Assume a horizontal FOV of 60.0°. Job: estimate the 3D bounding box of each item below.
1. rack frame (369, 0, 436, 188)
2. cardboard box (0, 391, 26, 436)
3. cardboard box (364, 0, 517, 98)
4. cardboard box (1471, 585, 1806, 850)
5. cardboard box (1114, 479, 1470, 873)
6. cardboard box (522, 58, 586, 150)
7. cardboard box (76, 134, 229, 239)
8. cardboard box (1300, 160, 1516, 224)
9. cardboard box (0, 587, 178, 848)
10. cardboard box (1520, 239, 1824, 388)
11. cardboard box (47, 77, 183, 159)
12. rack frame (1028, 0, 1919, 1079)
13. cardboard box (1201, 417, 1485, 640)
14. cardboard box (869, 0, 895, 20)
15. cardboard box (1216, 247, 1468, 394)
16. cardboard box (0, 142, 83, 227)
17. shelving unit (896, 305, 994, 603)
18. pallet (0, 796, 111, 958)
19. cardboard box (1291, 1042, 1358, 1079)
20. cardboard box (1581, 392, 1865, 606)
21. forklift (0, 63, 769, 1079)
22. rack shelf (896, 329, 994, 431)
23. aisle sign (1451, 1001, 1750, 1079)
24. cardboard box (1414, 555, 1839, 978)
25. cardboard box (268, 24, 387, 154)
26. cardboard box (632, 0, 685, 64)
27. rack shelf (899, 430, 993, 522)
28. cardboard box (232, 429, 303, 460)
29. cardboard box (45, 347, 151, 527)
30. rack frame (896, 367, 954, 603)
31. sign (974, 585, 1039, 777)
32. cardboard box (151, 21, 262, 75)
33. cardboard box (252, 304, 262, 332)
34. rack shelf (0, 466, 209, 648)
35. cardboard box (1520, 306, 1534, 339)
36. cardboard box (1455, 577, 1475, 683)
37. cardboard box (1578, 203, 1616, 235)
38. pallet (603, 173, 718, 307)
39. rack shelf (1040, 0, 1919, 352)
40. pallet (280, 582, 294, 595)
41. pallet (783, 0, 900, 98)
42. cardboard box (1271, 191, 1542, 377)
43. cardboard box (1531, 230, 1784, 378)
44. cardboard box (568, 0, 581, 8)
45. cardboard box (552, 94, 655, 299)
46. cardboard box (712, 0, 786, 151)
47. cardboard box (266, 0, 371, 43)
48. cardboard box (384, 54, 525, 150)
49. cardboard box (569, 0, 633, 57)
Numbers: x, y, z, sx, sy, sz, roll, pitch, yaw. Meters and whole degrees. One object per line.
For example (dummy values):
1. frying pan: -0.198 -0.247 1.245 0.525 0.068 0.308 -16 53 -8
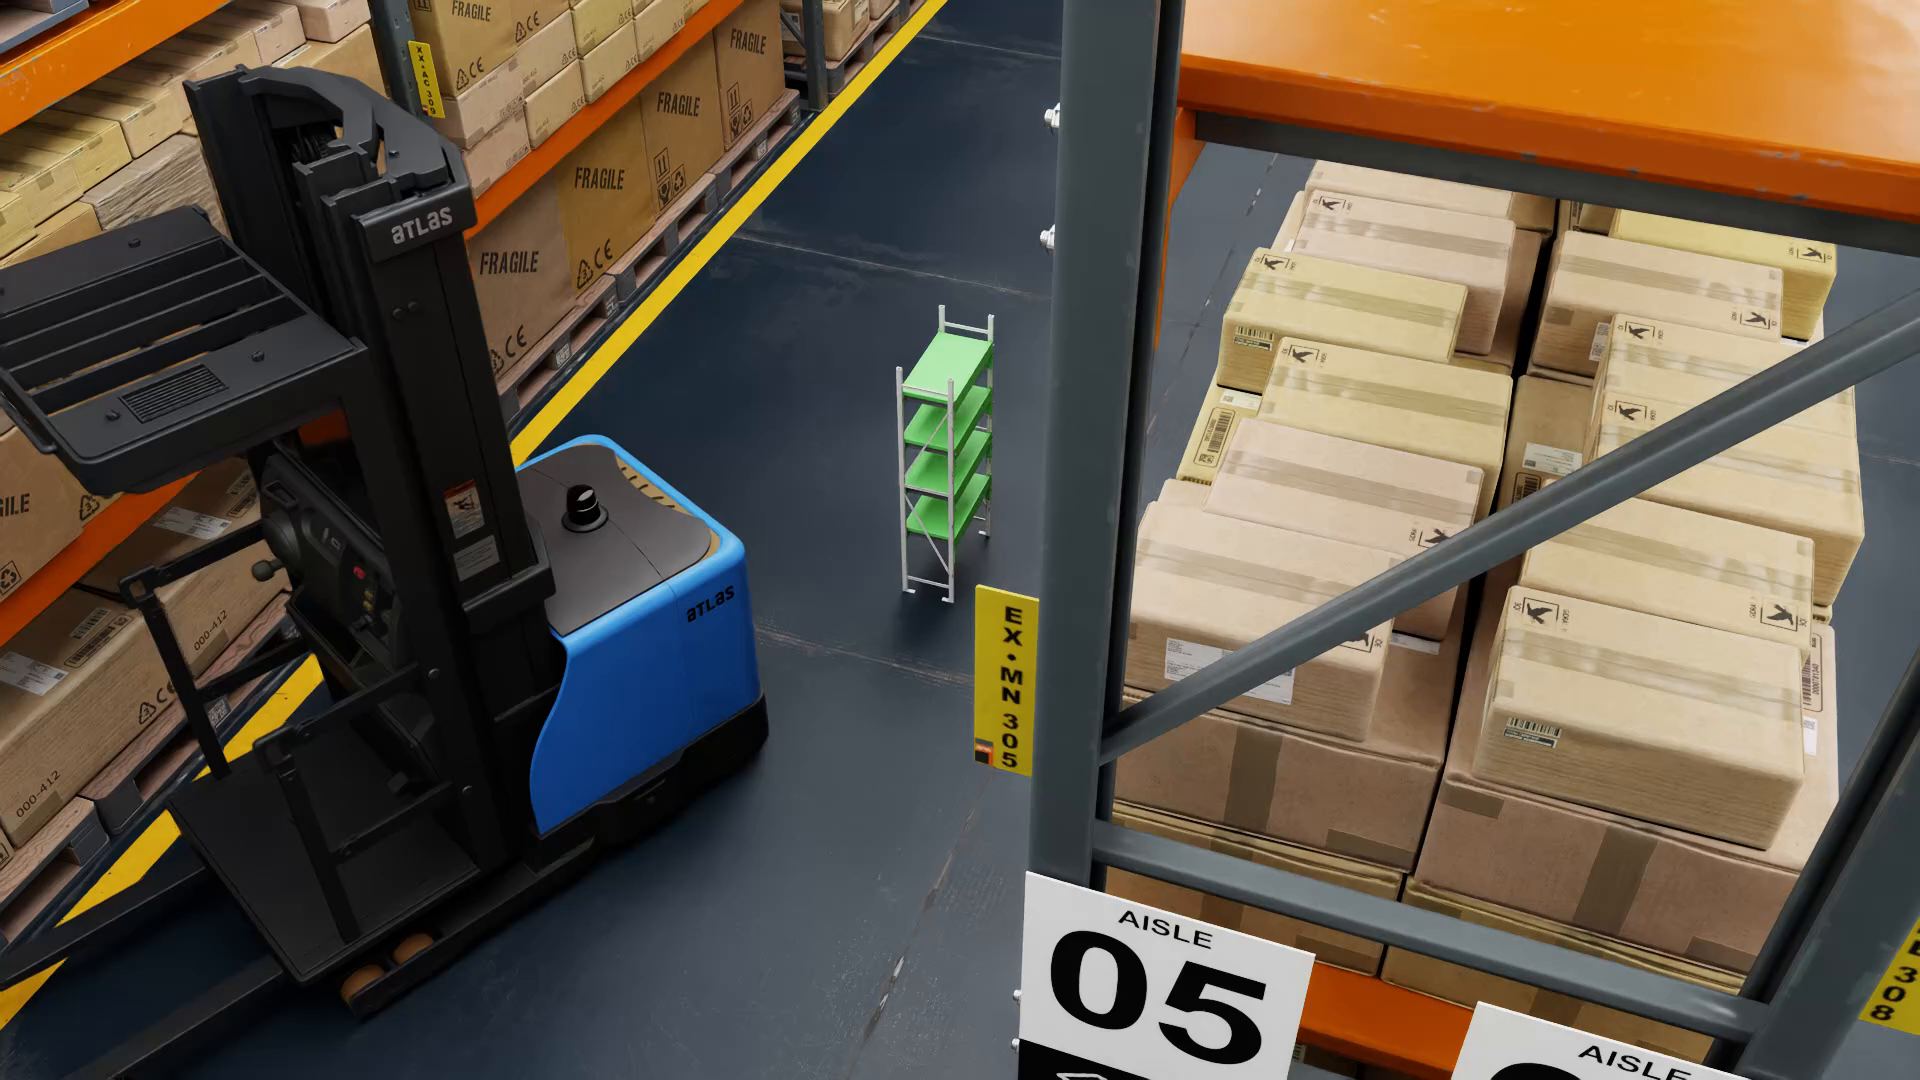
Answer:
1. rack frame: -2.737 -1.672 7.352 1.000 3.000 0.127 13 42 15
2. cardboard box: -3.334 -0.513 5.146 0.500 0.500 0.500 13 42 15
3. cardboard box: -2.316 -2.295 7.235 0.500 0.500 0.500 14 42 16
4. cardboard box: 0.907 0.232 2.233 0.380 0.149 0.250 13 42 15
5. cardboard box: 0.500 0.193 2.586 0.500 0.250 0.500 12 42 14
6. cardboard box: -2.162 -2.141 8.017 0.500 0.250 0.500 12 42 14
7. cardboard box: -2.985 -1.121 5.859 0.500 0.500 0.500 14 42 16
8. cardboard box: 0.887 -0.663 3.282 0.380 0.149 0.250 14 42 16
9. cardboard box: -3.668 0.598 6.342 0.875 0.438 0.875 14 43 16
10. cardboard box: 1.338 -0.304 3.168 0.500 0.250 0.500 14 42 16
11. cardboard box: -2.951 -1.473 5.772 0.380 0.149 0.250 13 42 15
12. rack frame: 0.582 -0.478 1.330 1.000 3.000 0.127 13 42 15
13. cardboard box: 0.576 -0.023 2.531 0.380 0.149 0.250 14 42 16
14. cardboard box: -0.921 -4.066 11.859 0.950 0.372 0.625 13 42 14
15. cardboard box: 0.671 -0.360 2.926 0.380 0.149 0.250 14 42 16
16. cardboard box: -3.109 -1.160 5.405 0.380 0.149 0.250 13 42 15
17. shelving unit: -0.057 -0.355 7.196 0.258 1.200 0.503 13 42 15
18. pallet: -3.904 1.323 5.990 1.003 0.211 1.213 13 42 15
19. cardboard box: 0.505 0.939 3.216 0.500 0.500 0.500 12 42 14
20. cardboard box: 1.172 -0.069 2.586 0.380 0.149 0.250 13 42 15
21. forklift: -2.188 0.142 5.278 3.031 2.935 1.130 -31 49 -31
22. rack shelf: -0.057 -0.672 6.926 0.258 0.148 0.480 13 42 15
23. aisle sign: 0.839 0.927 2.303 0.394 0.787 0.004 13 42 15
24. cardboard box: 0.980 0.314 2.443 0.500 0.250 0.500 14 42 16
25. cardboard box: -2.638 -1.741 6.586 0.500 0.500 0.500 13 42 15
26. cardboard box: -1.793 -2.753 8.734 0.500 0.250 0.500 13 42 14
27. rack shelf: -0.057 -0.307 7.237 0.258 0.148 0.480 13 42 15
28. cardboard box: -3.052 -0.498 7.627 0.875 0.438 0.875 13 42 14
29. cardboard box: -3.177 -0.430 5.819 0.500 0.500 0.500 15 43 17
30. rack frame: -0.140 -0.207 7.021 0.240 1.200 0.015 13 42 15
31. sign: 0.067 0.191 2.175 0.100 0.325 0.005 13 42 15
32. cardboard box: -2.829 -1.792 6.146 0.380 0.149 0.250 13 42 15
33. cardboard box: -2.826 -1.055 6.553 0.500 0.500 0.500 12 42 14
34. rack shelf: -3.420 -0.179 6.156 1.077 0.370 4.000 13 42 15
35. cardboard box: 1.510 -0.446 3.720 0.500 0.250 0.500 13 42 15
36. cardboard box: 1.160 0.183 2.982 0.500 0.250 0.500 15 43 16
37. cardboard box: 1.465 -0.709 3.336 0.380 0.149 0.250 15 43 17
38. pallet: -2.128 -1.845 9.704 1.003 0.211 1.213 13 42 15
39. rack shelf: 1.266 -1.422 2.994 1.077 0.370 4.000 13 42 15
40. pallet: -3.070 -0.165 7.734 1.003 0.211 1.213 13 42 15
41. pallet: -1.100 -3.527 11.675 1.003 0.211 1.213 13 42 15
42. cardboard box: 0.852 -0.431 3.317 0.500 0.250 0.500 14 42 16
43. cardboard box: 1.245 -0.398 2.971 0.380 0.149 0.250 14 43 16
44. cardboard box: -1.994 -2.917 7.964 0.500 0.500 0.500 12 42 14
45. cardboard box: -2.298 -1.972 9.017 0.875 0.875 0.875 14 43 16
46. cardboard box: -1.683 -3.060 10.293 0.875 0.875 0.875 13 42 15
47. cardboard box: -2.543 -2.079 6.482 0.380 0.149 0.250 12 42 14
48. cardboard box: -2.321 -2.011 7.480 0.500 0.250 0.500 12 42 14
49. cardboard box: -1.972 -2.637 8.214 0.500 0.250 0.500 14 42 16
